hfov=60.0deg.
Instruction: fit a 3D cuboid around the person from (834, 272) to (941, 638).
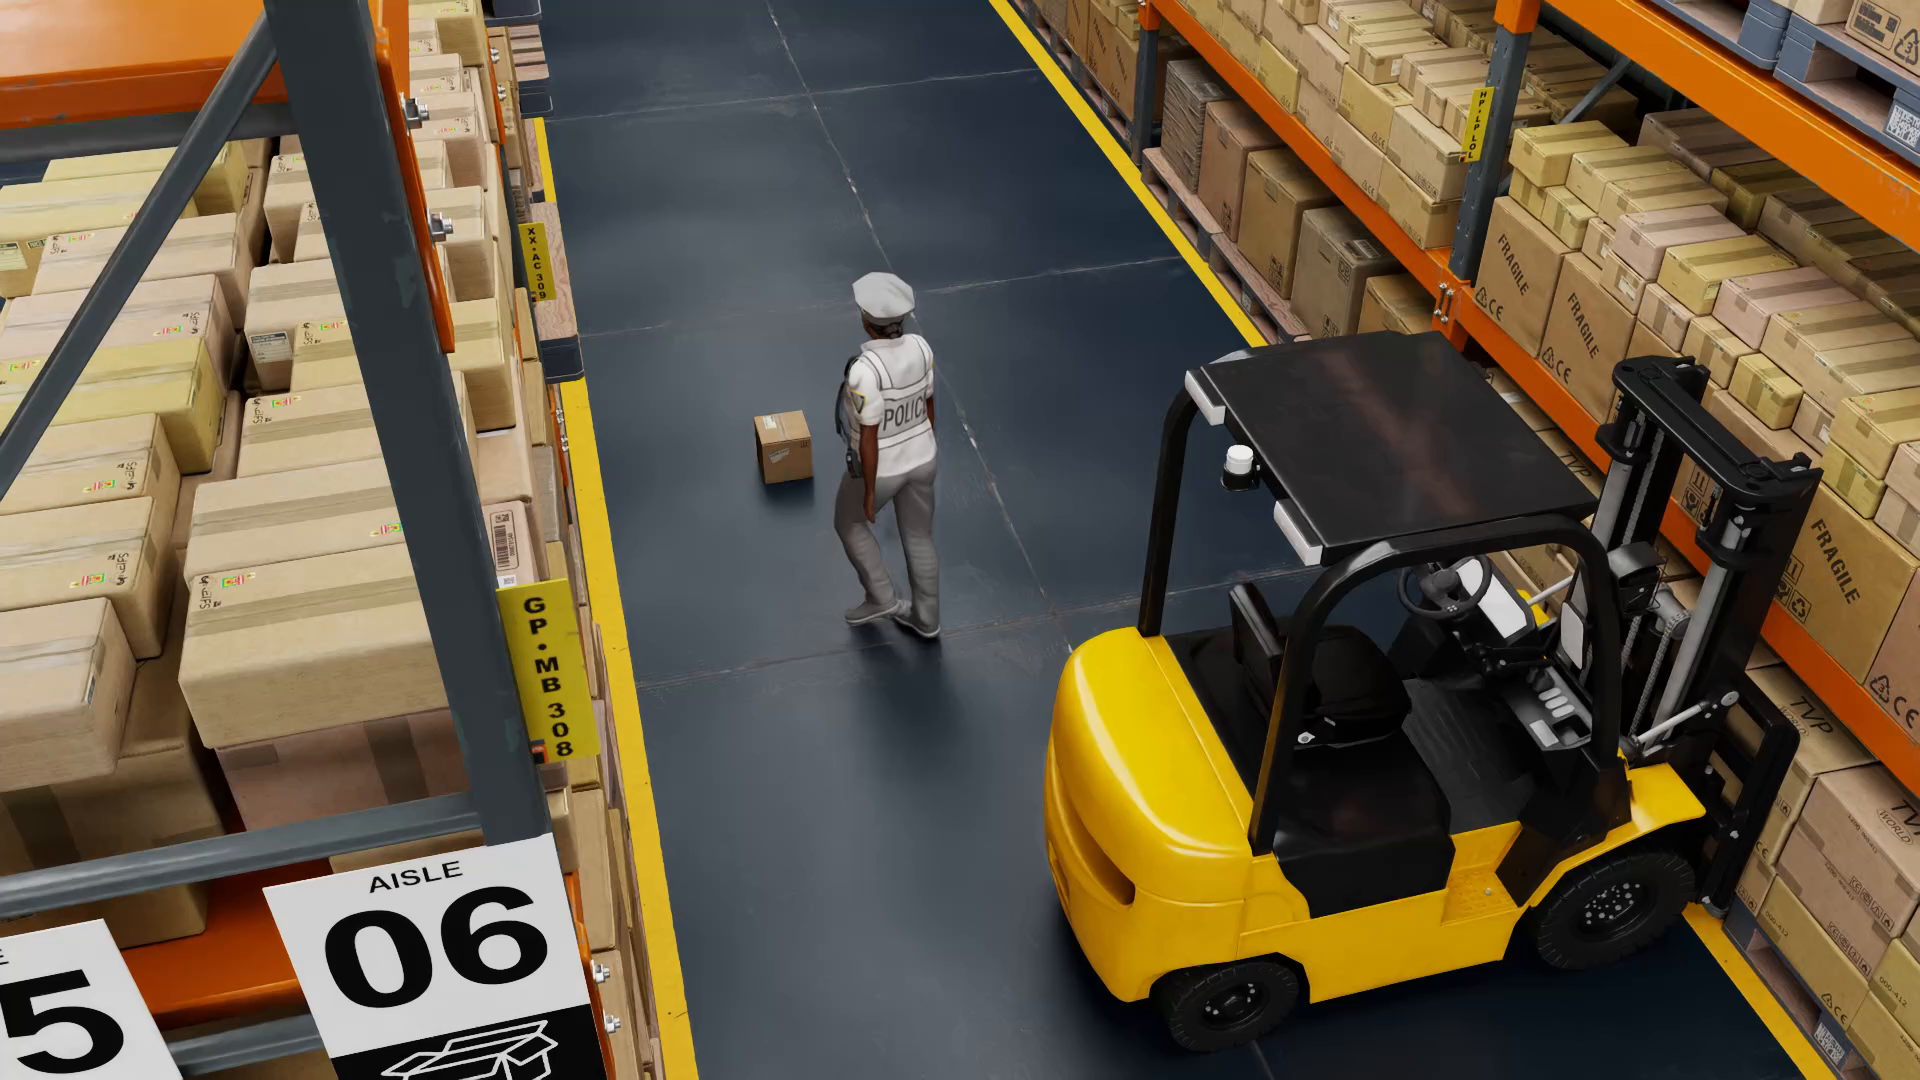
[{"bbox_3d":[-0.273,-0.317,7.086,0.477,1.675,0.510,-27,46,-30],"label":"person"}]
